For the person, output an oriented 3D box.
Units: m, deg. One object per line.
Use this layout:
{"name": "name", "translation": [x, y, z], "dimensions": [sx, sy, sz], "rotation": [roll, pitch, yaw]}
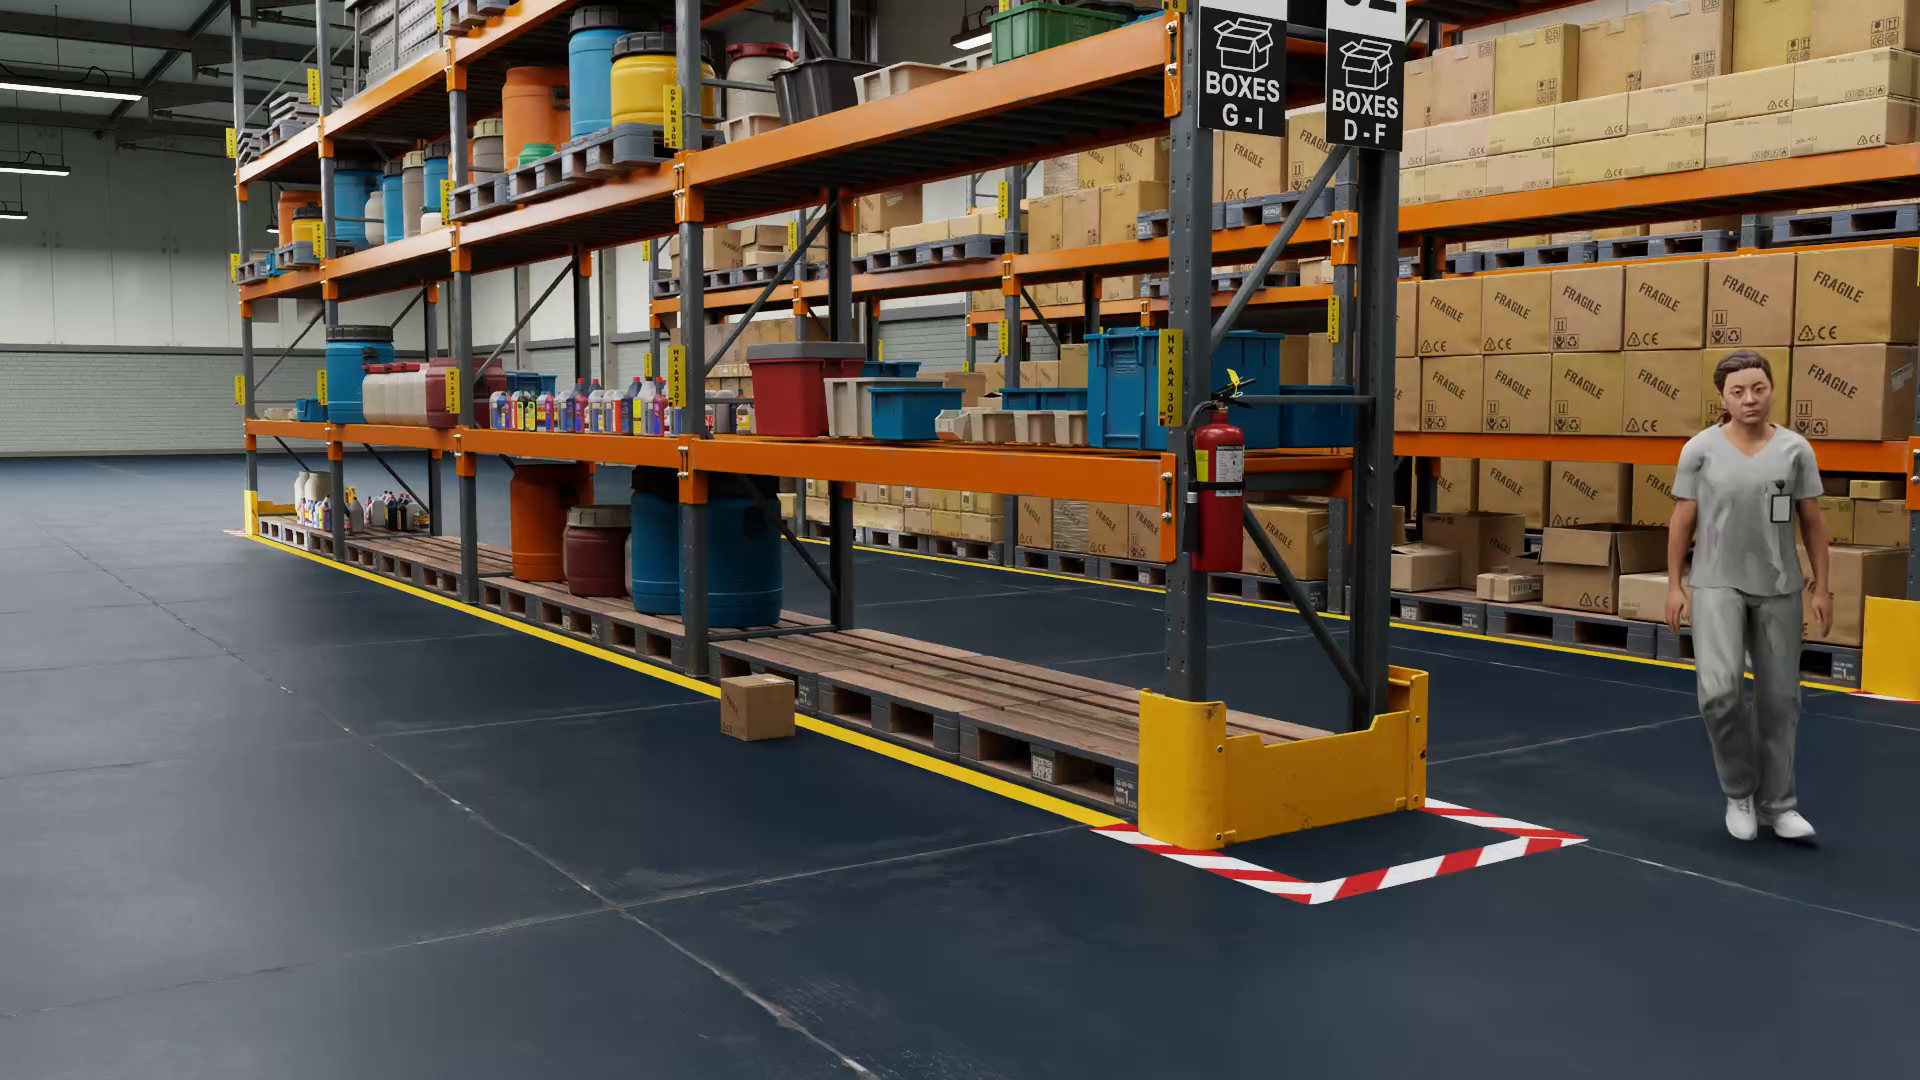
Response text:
{"name": "person", "translation": [2.677, 0.187, 5.622], "dimensions": [0.515, 1.660, 0.467], "rotation": [1, 5, 11]}
